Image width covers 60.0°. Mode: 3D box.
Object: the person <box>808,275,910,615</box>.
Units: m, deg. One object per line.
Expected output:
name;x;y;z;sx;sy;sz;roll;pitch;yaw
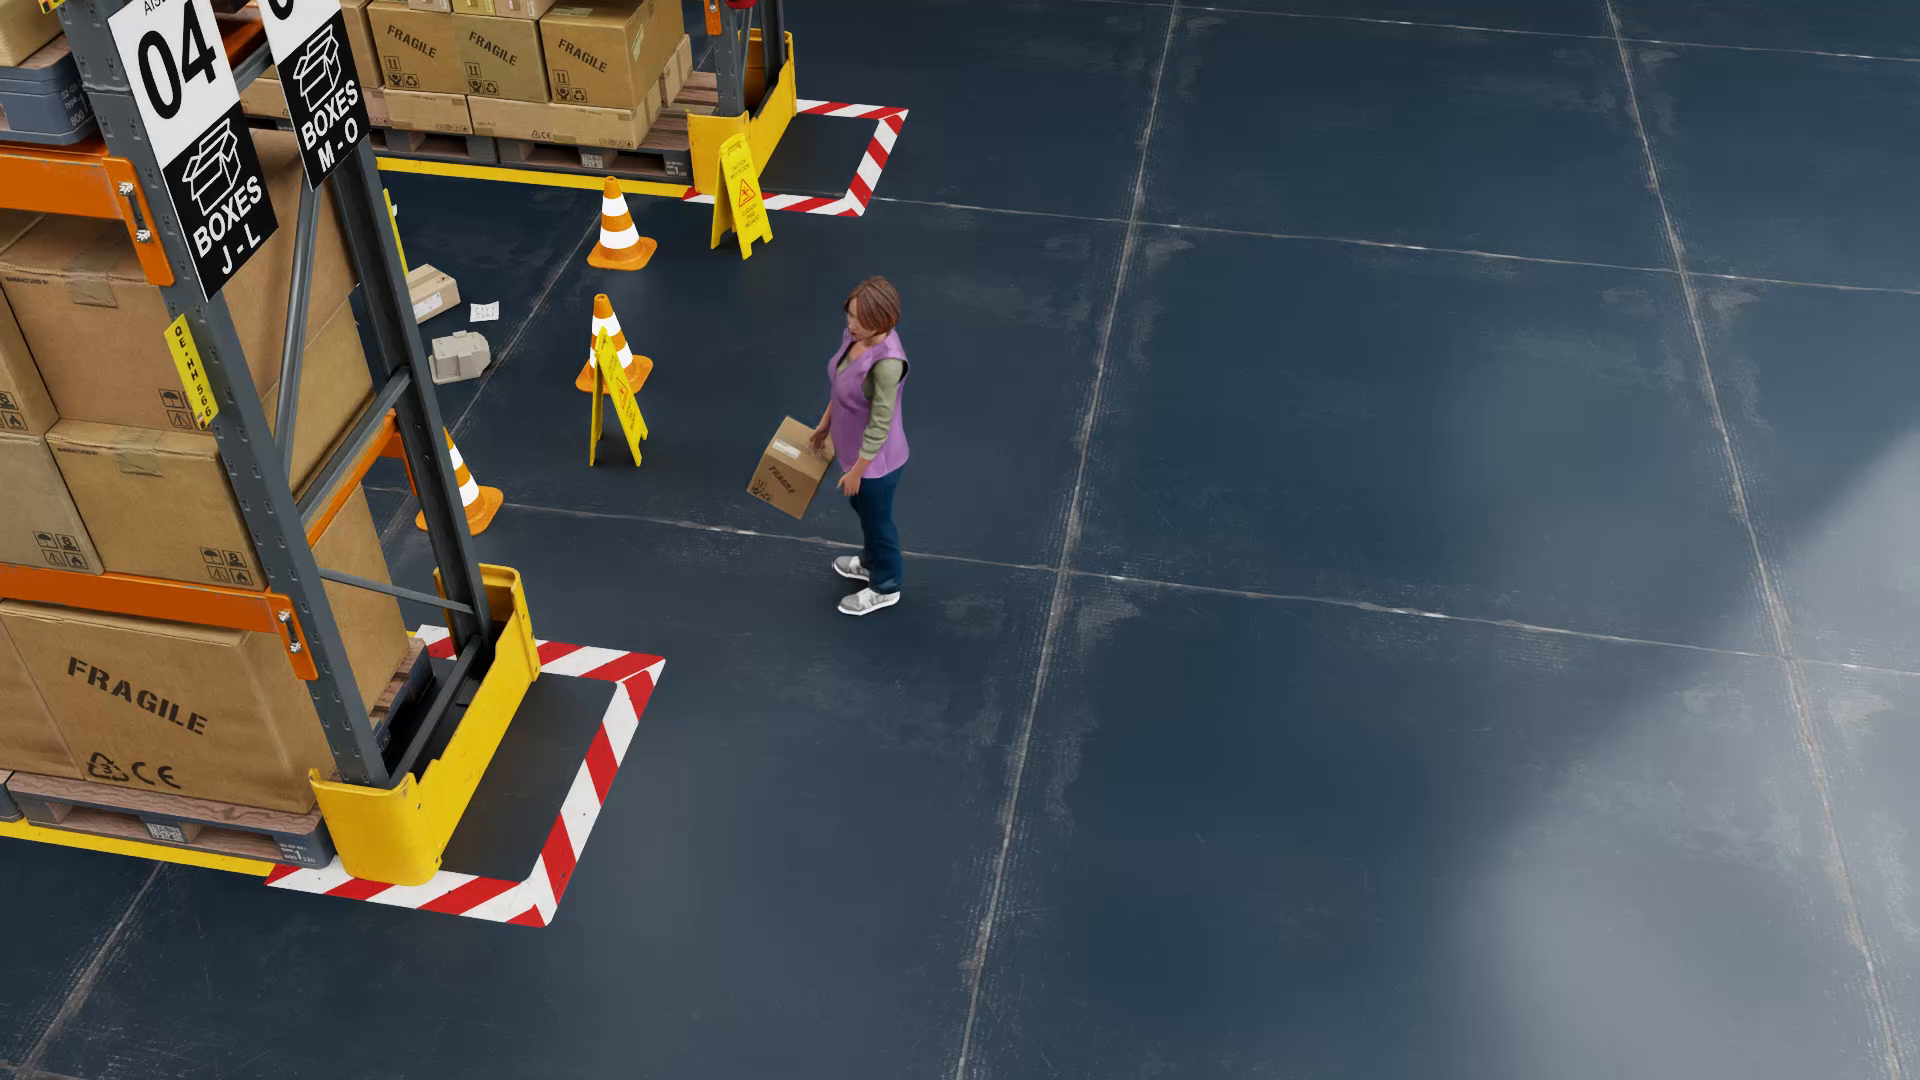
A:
person;-0.398;-0.350;6.555;0.359;1.598;0.499;-11;42;-12
